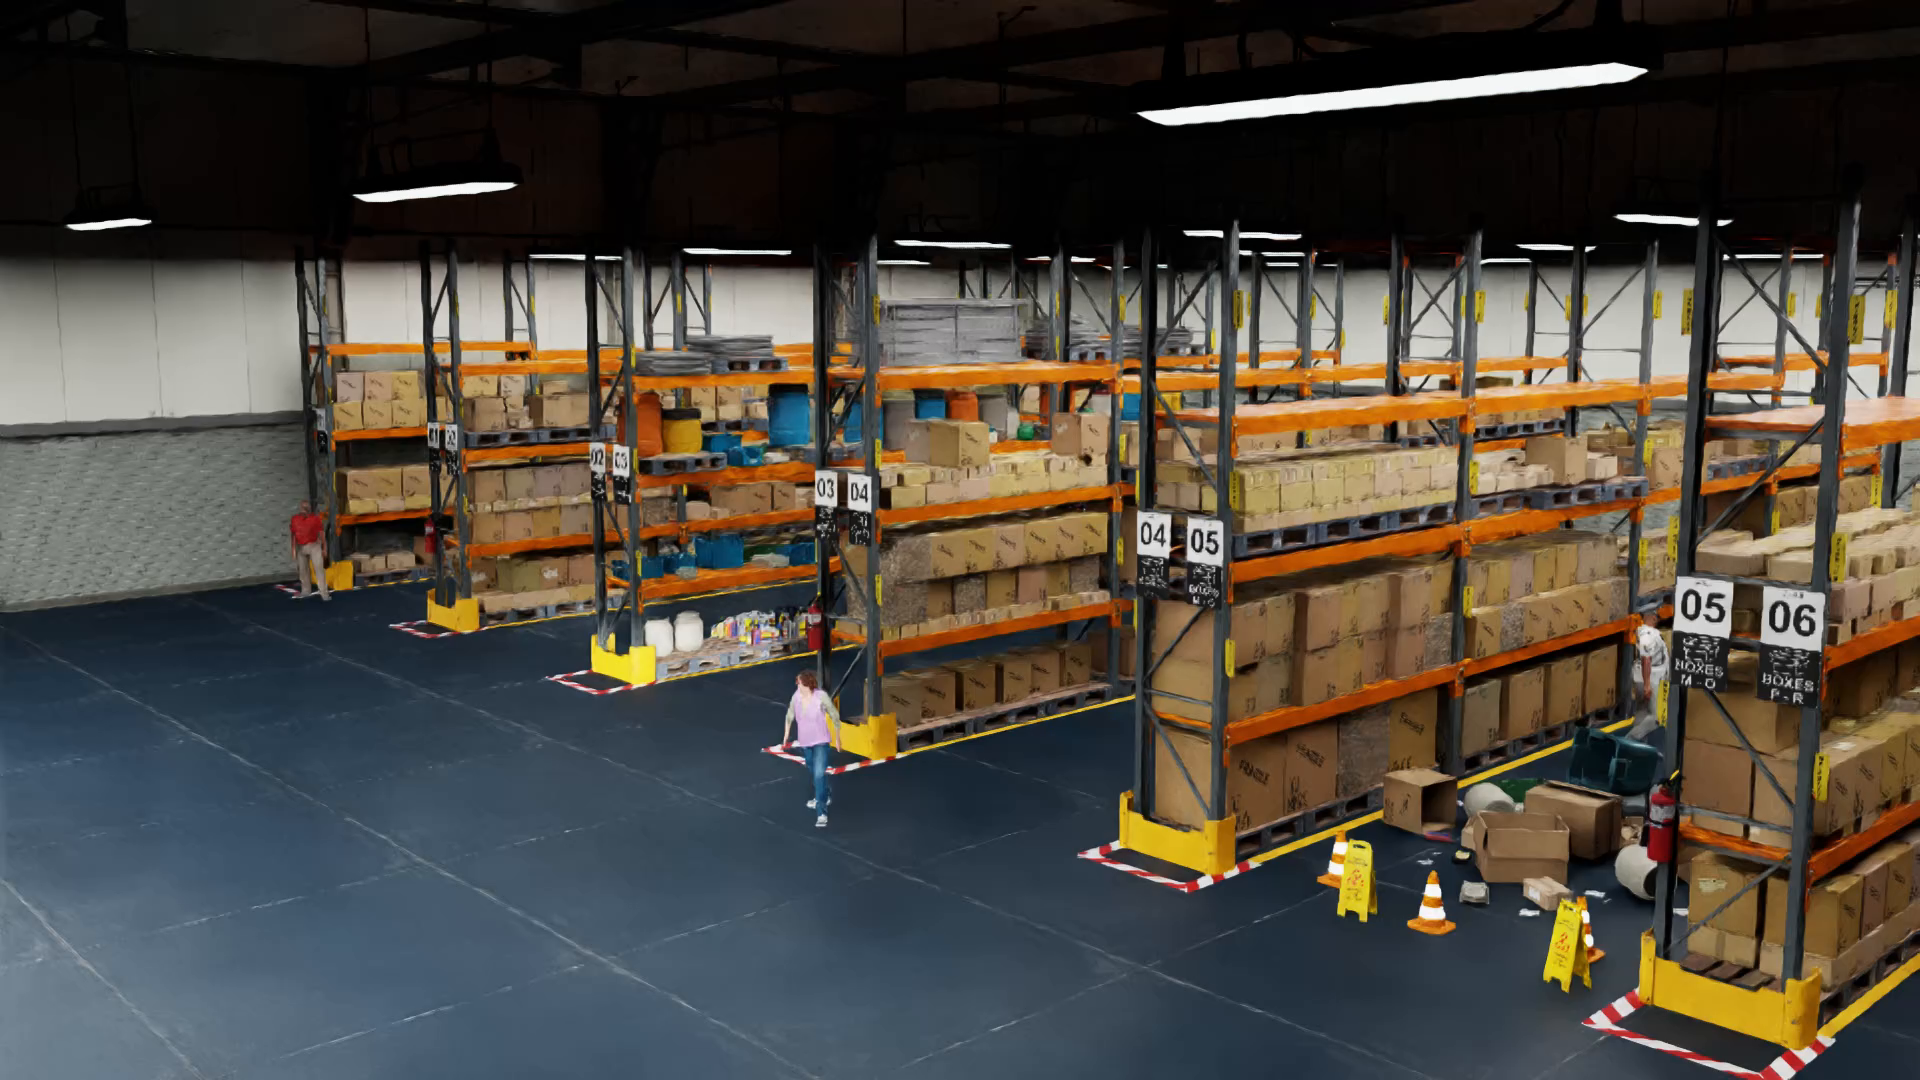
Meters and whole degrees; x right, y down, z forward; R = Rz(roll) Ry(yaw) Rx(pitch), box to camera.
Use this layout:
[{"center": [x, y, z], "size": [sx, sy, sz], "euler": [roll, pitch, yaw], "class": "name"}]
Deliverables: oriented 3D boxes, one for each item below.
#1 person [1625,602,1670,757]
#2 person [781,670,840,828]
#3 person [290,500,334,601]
[{"center": [7.682, 1.579, 18.609], "size": [0.477, 1.756, 0.586], "euler": [2, 9, 13], "class": "person"}, {"center": [-1.435, 1.999, 16.456], "size": [0.534, 1.525, 0.785], "euler": [4, 9, 27], "class": "person"}, {"center": [-11.013, 0.174, 28.239], "size": [0.773, 1.710, 0.680], "euler": [-1, 8, -8], "class": "person"}]
